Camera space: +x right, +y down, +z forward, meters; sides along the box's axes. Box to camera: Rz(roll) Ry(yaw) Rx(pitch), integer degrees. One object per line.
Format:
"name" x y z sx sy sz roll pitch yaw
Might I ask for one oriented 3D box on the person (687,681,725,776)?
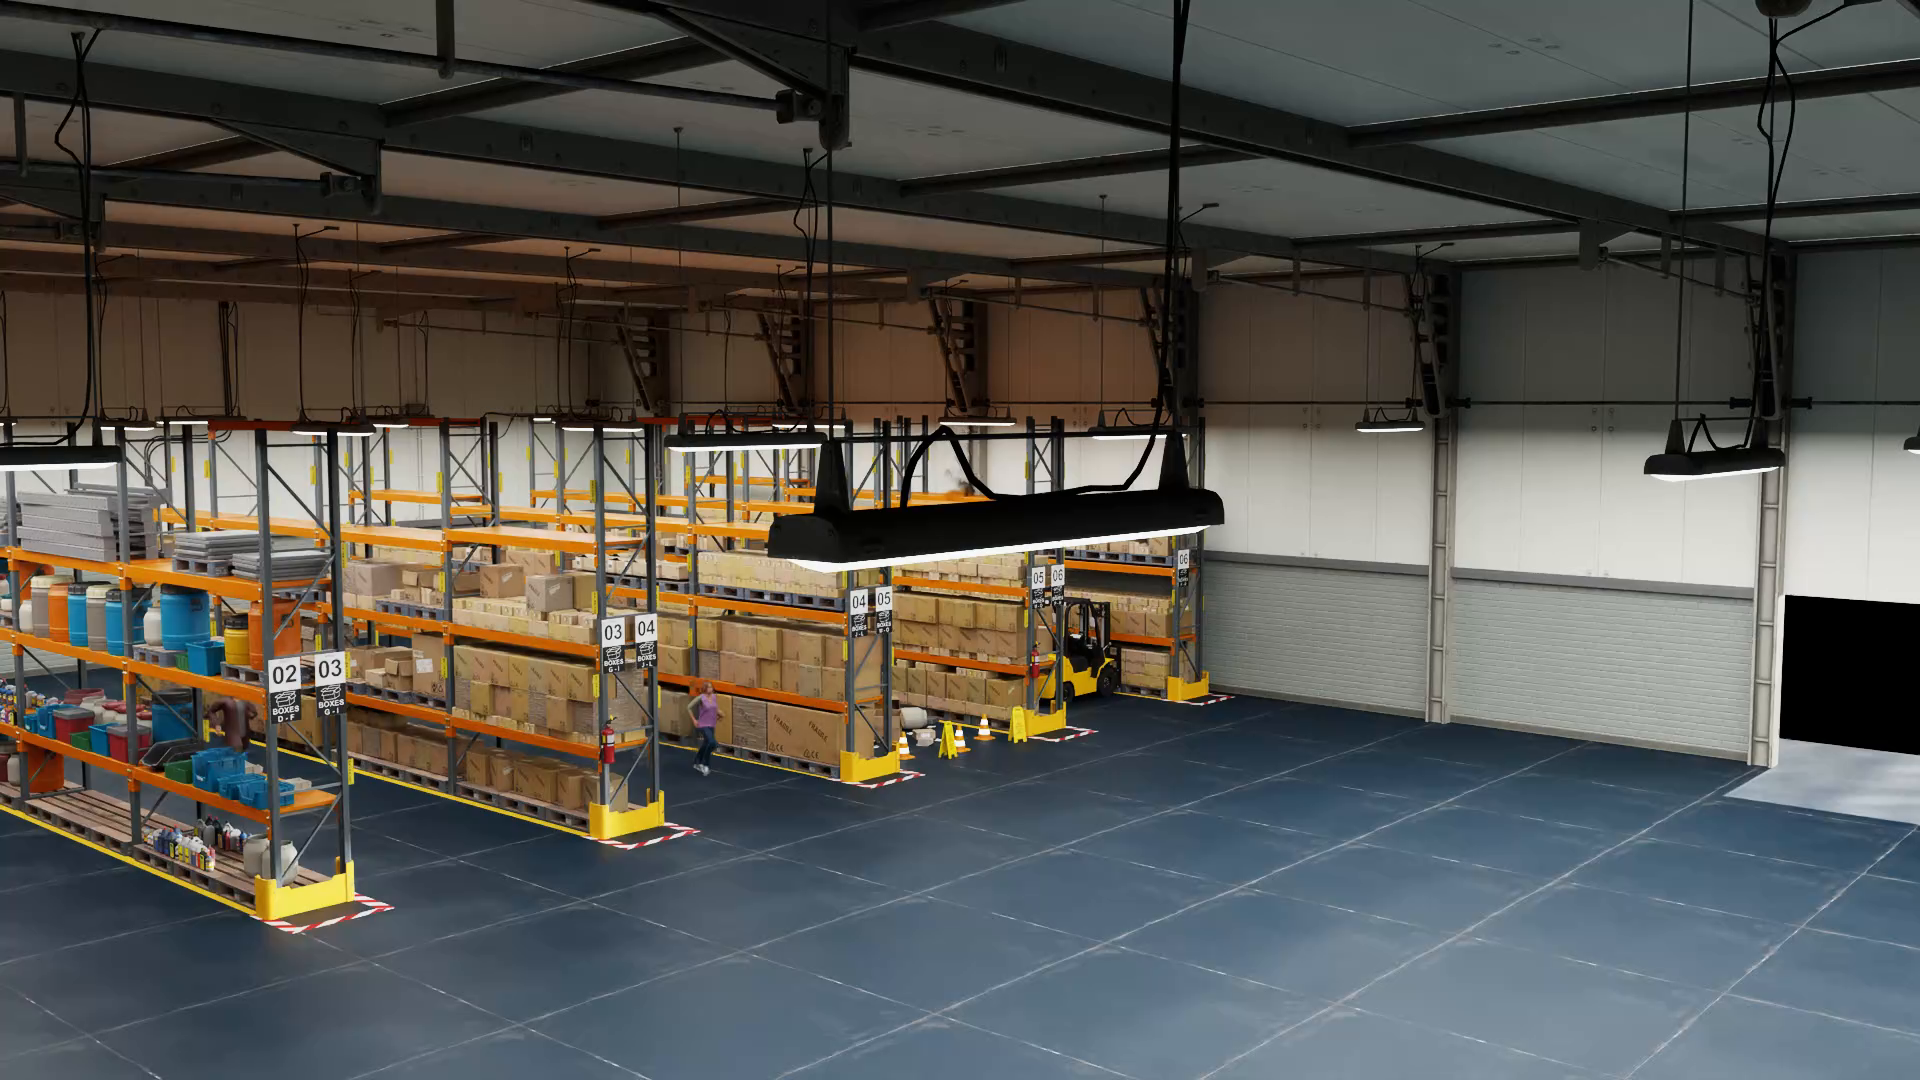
"person" -4.302 3.192 28.255 0.684 1.604 0.493 3 6 34

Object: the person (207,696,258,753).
"person" -11.749 3.190 26.986 0.910 1.836 0.681 3 6 31
